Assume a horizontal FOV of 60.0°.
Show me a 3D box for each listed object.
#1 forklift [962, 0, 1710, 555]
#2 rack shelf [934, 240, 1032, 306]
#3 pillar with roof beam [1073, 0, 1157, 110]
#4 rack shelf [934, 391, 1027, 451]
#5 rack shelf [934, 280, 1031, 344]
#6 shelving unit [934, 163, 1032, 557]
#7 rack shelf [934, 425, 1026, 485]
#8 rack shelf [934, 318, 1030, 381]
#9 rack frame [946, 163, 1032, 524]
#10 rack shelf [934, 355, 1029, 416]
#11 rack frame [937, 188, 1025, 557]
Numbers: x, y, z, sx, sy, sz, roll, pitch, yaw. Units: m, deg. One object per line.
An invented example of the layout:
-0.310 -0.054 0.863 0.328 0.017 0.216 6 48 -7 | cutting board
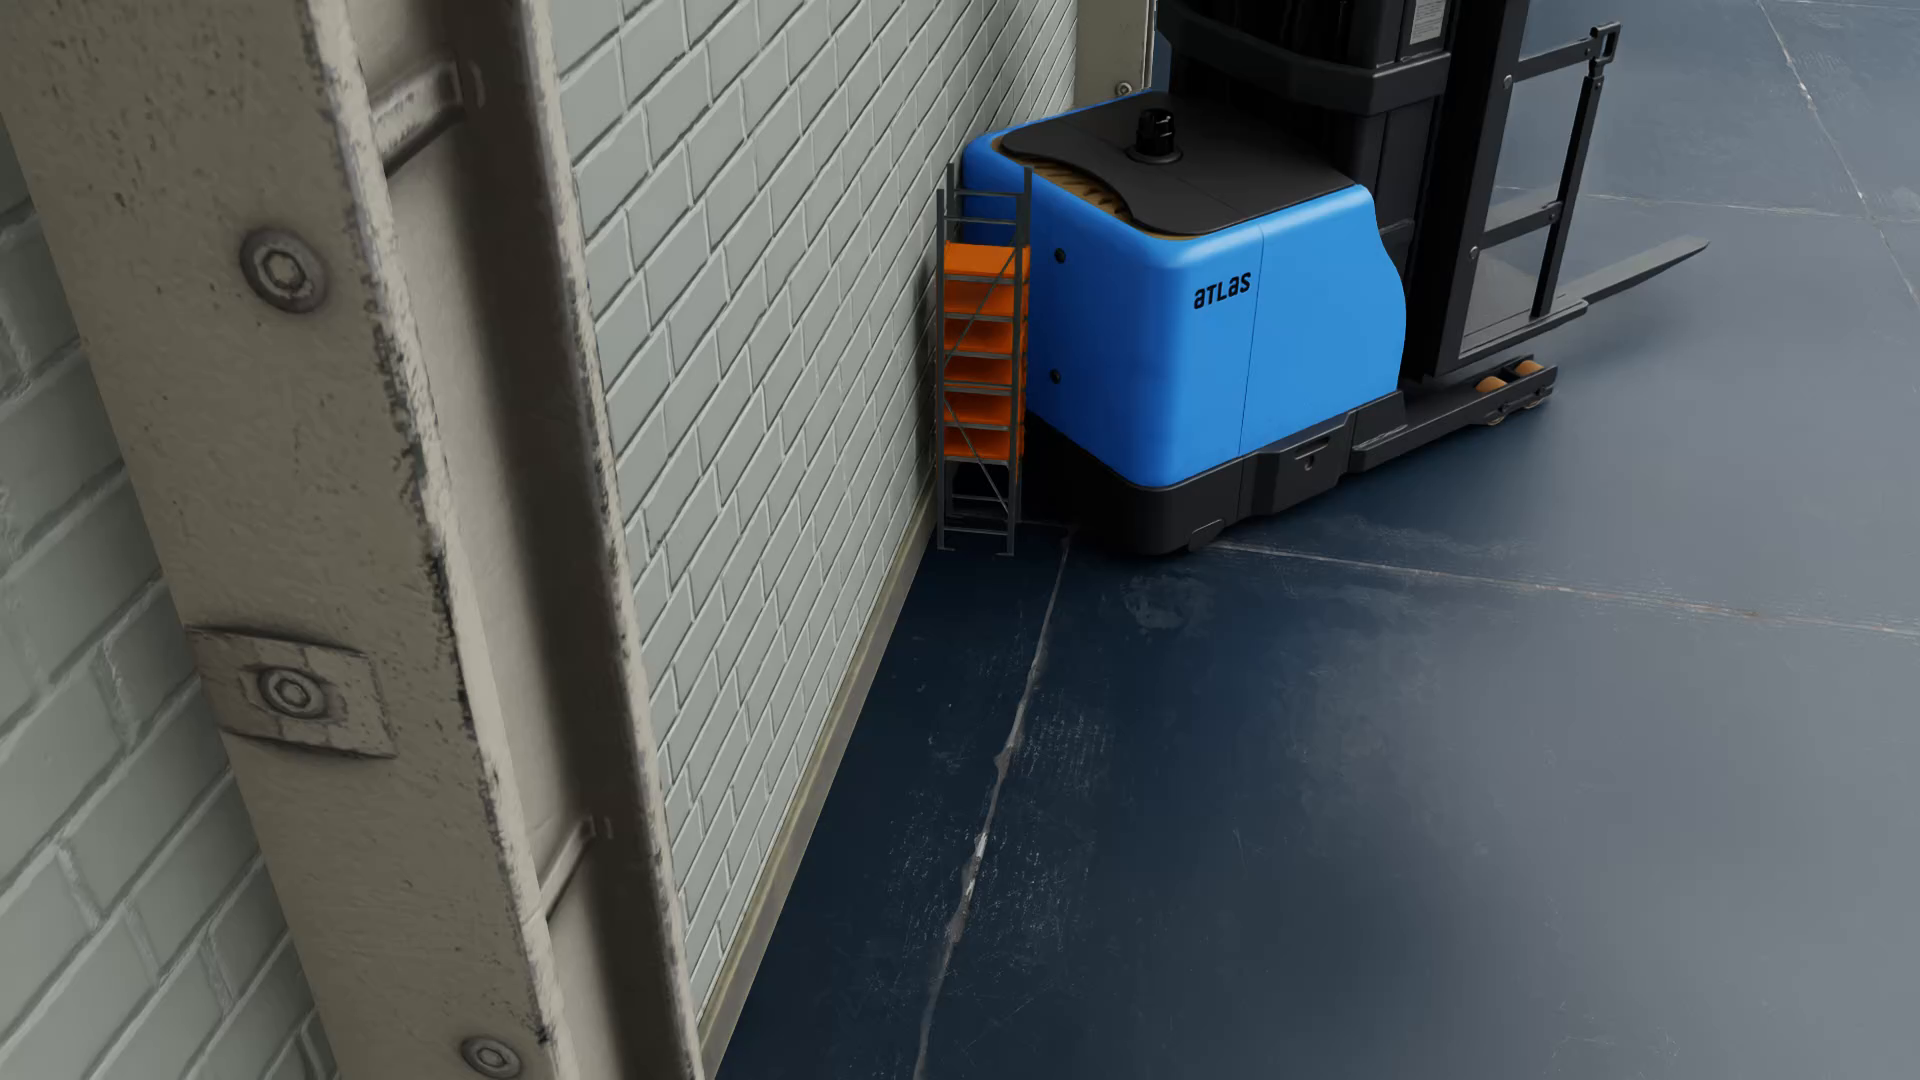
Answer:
1.491 -1.819 5.262 3.031 2.935 1.130 -22 42 -28 | forklift
0.067 -0.762 4.738 0.258 0.103 0.180 5 35 7 | rack shelf
4.897 -4.903 4.346 9.100 9.000 0.400 7 37 10 | pillar with roof beam
0.064 -0.369 5.013 0.258 0.103 0.180 5 35 7 | rack shelf
0.066 -0.664 4.806 0.258 0.103 0.180 5 35 7 | rack shelf
0.065 -0.504 4.919 0.258 1.200 0.189 5 35 7 | shelving unit
0.063 -0.271 5.082 0.258 0.103 0.180 5 35 7 | rack shelf
0.065 -0.565 4.875 0.258 0.103 0.180 5 35 7 | rack shelf
0.078 -0.556 4.993 0.240 1.200 0.006 5 35 7 | rack frame
0.064 -0.467 4.944 0.258 0.103 0.180 5 35 7 | rack shelf
0.051 -0.452 4.845 0.240 1.200 0.006 5 35 7 | rack frame
